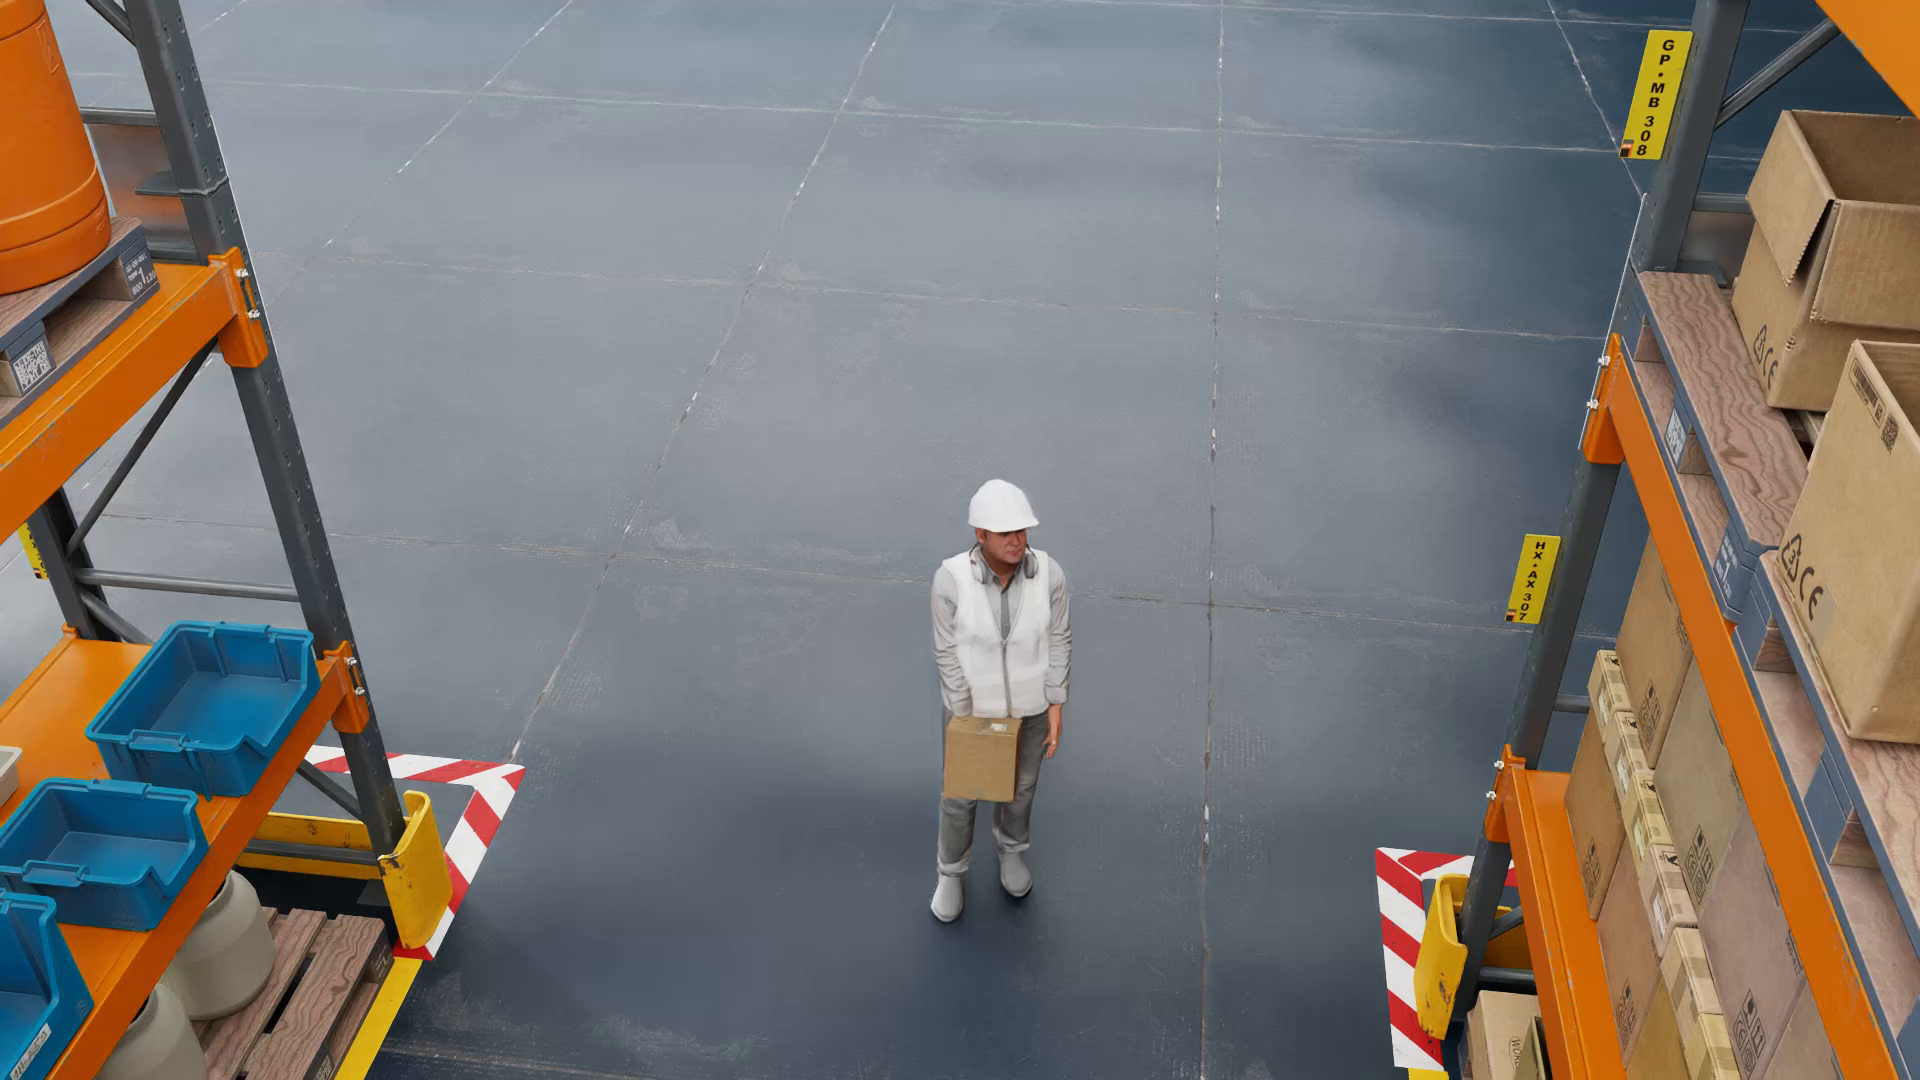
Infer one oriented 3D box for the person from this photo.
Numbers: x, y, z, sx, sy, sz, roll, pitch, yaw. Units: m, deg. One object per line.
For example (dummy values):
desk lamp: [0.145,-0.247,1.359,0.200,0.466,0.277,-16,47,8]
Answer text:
person: [0.134,0.613,6.164,0.576,1.776,0.509,-8,37,-11]
